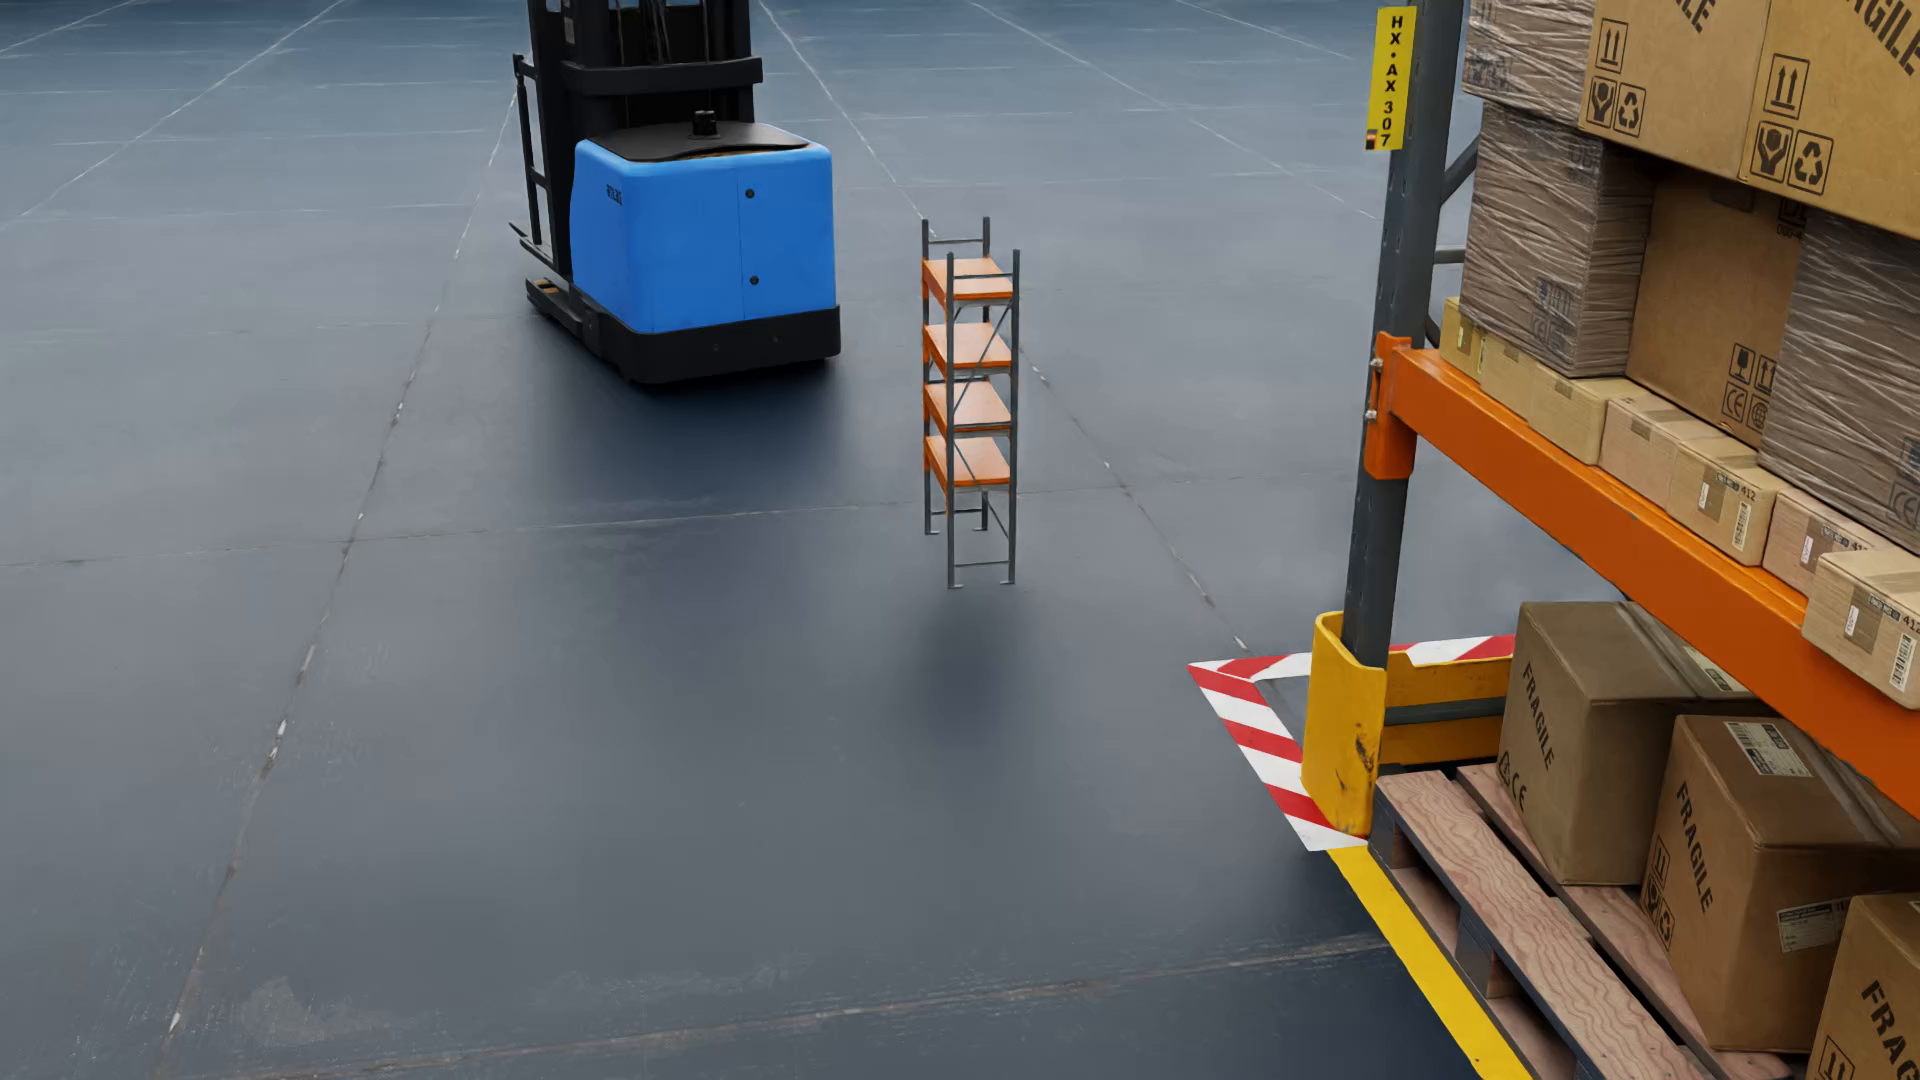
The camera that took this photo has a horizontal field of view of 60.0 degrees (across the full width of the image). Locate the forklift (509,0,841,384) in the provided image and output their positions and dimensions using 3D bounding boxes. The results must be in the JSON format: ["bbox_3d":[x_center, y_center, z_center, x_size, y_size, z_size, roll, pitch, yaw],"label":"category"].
[{"bbox_3d":[-1.732,-2.620,8.587,1.130,2.935,3.031,-12,26,-26],"label":"forklift"}]

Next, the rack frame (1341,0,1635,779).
[{"bbox_3d":[1.542,-0.720,4.152,1.000,3.000,0.127,-4,24,-10],"label":"rack frame"}]

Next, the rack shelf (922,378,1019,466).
[{"bbox_3d":[0.031,-0.423,5.888,0.258,0.148,0.480,-4,24,-10],"label":"rack shelf"}]

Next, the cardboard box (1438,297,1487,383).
[{"bbox_3d":[1.361,-0.476,3.905,0.380,0.149,0.250,-4,24,-10],"label":"cardboard box"}]

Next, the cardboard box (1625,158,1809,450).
[{"bbox_3d":[1.827,-0.496,3.142,0.875,0.500,0.500,-4,24,-10],"label":"cardboard box"}]

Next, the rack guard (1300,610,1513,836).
[{"bbox_3d":[1.556,0.455,4.584,1.175,0.500,0.348,-4,24,-10],"label":"rack guard"}]

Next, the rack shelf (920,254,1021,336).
[{"bbox_3d":[0.031,-0.845,5.703,0.258,0.148,0.480,-4,24,-10],"label":"rack shelf"}]

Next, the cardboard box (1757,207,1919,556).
[{"bbox_3d":[1.878,-0.297,2.685,0.875,0.500,0.500,-4,24,-10],"label":"cardboard box"}]

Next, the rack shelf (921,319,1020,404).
[{"bbox_3d":[0.031,-0.628,5.798,0.258,0.148,0.480,-4,24,-10],"label":"rack shelf"}]

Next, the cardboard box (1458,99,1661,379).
[{"bbox_3d":[1.617,-0.684,3.572,0.875,0.500,0.500,-4,24,-10],"label":"cardboard box"}]

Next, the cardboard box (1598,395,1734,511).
[{"bbox_3d":[1.486,-0.180,3.227,0.380,0.149,0.250,-4,24,-10],"label":"cardboard box"}]

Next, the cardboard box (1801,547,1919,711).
[{"bbox_3d":[1.543,0.122,2.538,0.380,0.149,0.250,-4,24,-10],"label":"cardboard box"}]

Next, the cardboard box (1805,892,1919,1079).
[{"bbox_3d":[1.883,0.960,2.903,0.500,0.500,0.500,-2,24,-5],"label":"cardboard box"}]

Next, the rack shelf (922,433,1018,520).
[{"bbox_3d":[0.031,-0.241,5.967,0.258,0.148,0.480,-4,24,-10],"label":"rack shelf"}]

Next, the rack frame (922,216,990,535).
[{"bbox_3d":[-0.015,-0.581,6.081,0.240,1.200,0.015,-4,24,-10],"label":"rack frame"}]

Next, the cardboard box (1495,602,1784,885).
[{"bbox_3d":[1.641,0.479,4.003,0.500,0.500,0.500,0,24,0],"label":"cardboard box"}]

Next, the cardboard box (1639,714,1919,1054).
[{"bbox_3d":[1.786,0.712,3.470,0.500,0.500,0.500,2,24,4],"label":"cardboard box"}]

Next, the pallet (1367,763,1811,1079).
[{"bbox_3d":[1.672,0.909,3.904,1.003,0.211,1.213,-4,24,-10],"label":"pallet"}]

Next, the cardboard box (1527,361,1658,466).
[{"bbox_3d":[1.420,-0.276,3.449,0.380,0.149,0.250,-4,24,-10],"label":"cardboard box"}]

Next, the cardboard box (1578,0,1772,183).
[{"bbox_3d":[1.462,-0.927,2.879,0.500,0.500,0.500,-4,24,-10],"label":"cardboard box"}]

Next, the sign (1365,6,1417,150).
[{"bbox_3d":[1.009,-1.077,3.886,0.100,0.325,0.005,-4,24,-10],"label":"sign"}]

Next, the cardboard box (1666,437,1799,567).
[{"bbox_3d":[1.526,-0.081,3.001,0.380,0.149,0.250,-4,24,-10],"label":"cardboard box"}]

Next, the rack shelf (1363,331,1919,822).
[{"bbox_3d":[1.912,0.396,2.495,1.077,0.370,4.000,-4,24,-10],"label":"rack shelf"}]

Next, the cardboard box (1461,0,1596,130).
[{"bbox_3d":[1.376,-1.124,3.331,0.500,0.500,0.500,-4,24,-10],"label":"cardboard box"}]

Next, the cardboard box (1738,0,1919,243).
[{"bbox_3d":[1.556,-0.731,2.429,0.500,0.500,0.500,-4,24,-10],"label":"cardboard box"}]

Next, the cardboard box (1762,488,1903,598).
[{"bbox_3d":[1.599,0.016,2.780,0.380,0.149,0.250,-4,24,-10],"label":"cardboard box"}]

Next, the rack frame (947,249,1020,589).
[{"bbox_3d":[0.076,-0.389,5.641,0.240,1.200,0.015,-4,24,-10],"label":"rack frame"}]

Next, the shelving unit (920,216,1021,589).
[{"bbox_3d":[0.031,-0.485,5.861,0.258,1.200,0.503,-4,24,-10],"label":"shelving unit"}]

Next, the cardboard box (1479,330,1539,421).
[{"bbox_3d":[1.388,-0.376,3.677,0.380,0.149,0.250,-4,24,-10],"label":"cardboard box"}]
